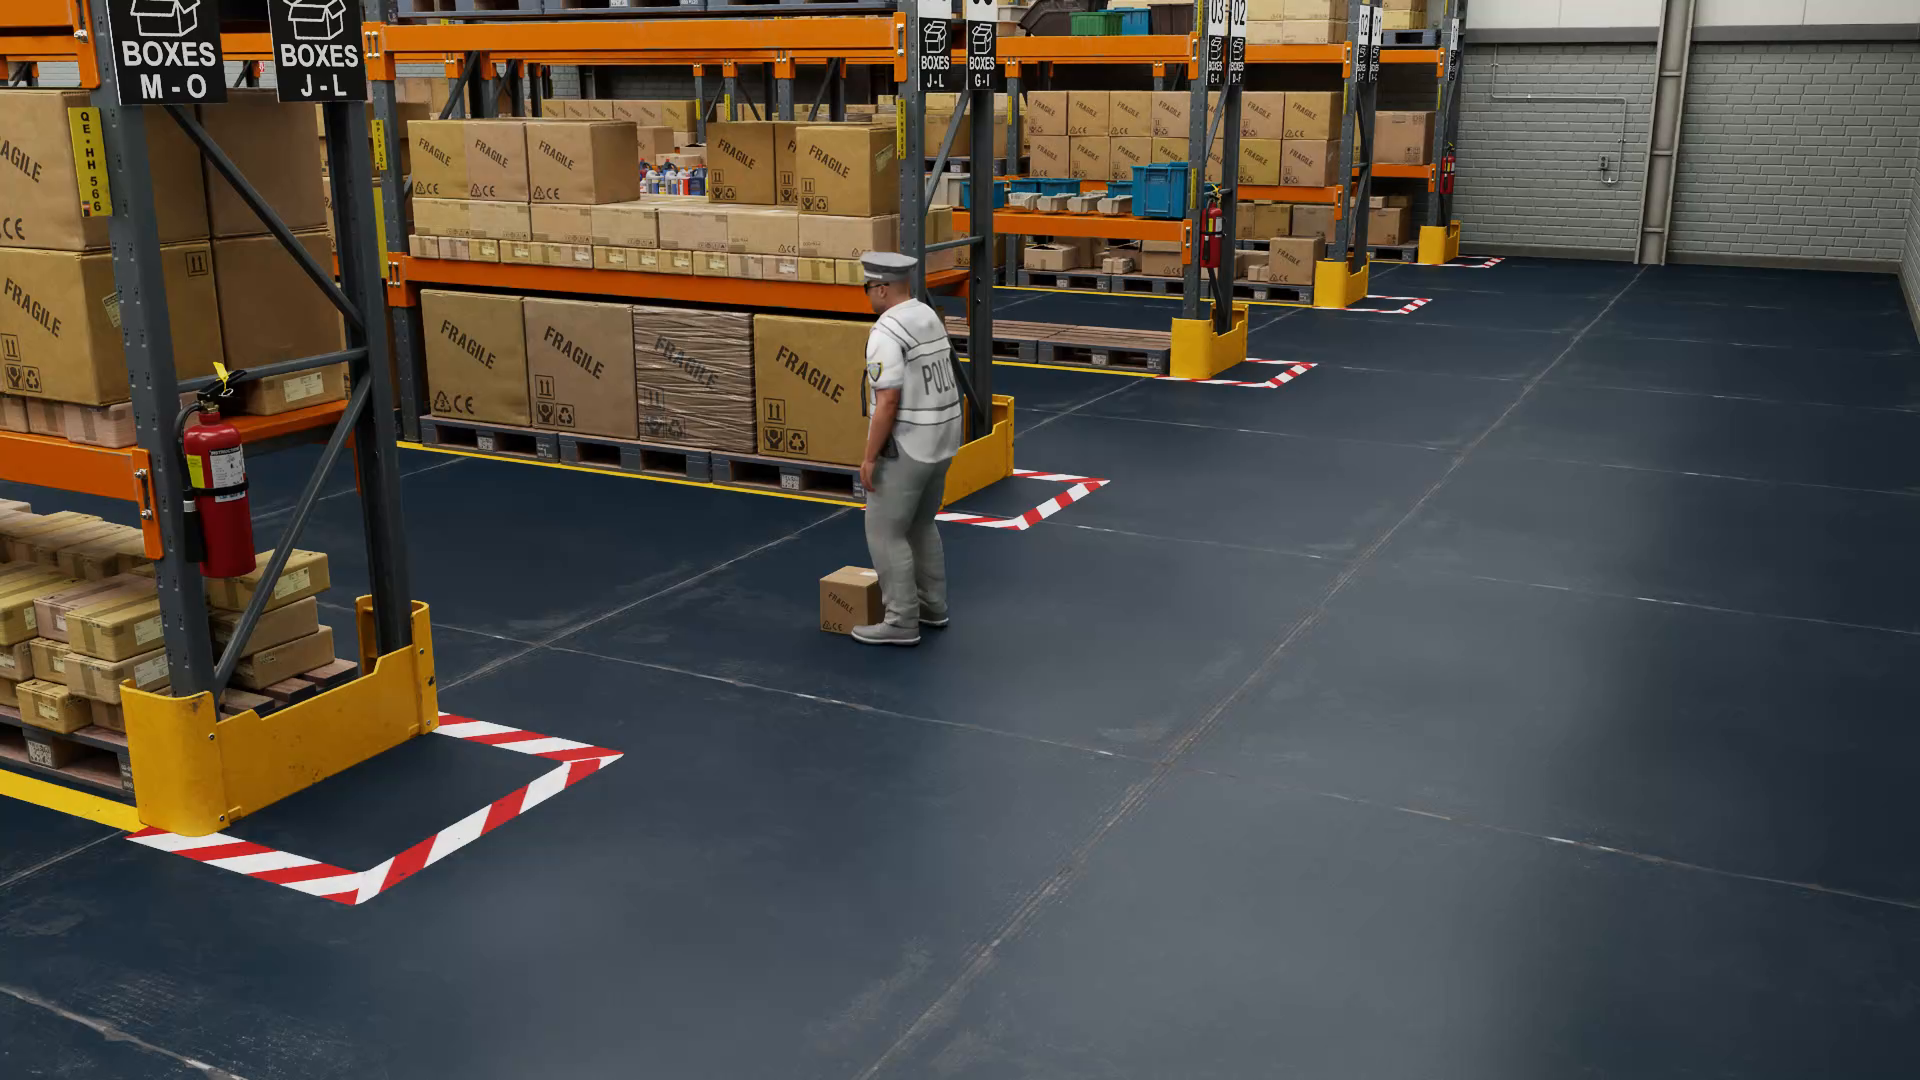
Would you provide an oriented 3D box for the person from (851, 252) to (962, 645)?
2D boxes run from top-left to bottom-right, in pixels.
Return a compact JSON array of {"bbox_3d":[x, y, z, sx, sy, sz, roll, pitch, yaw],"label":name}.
[{"bbox_3d":[-0.234,-0.405,7.458,0.436,1.747,0.586,8,17,26],"label":"person"}]
